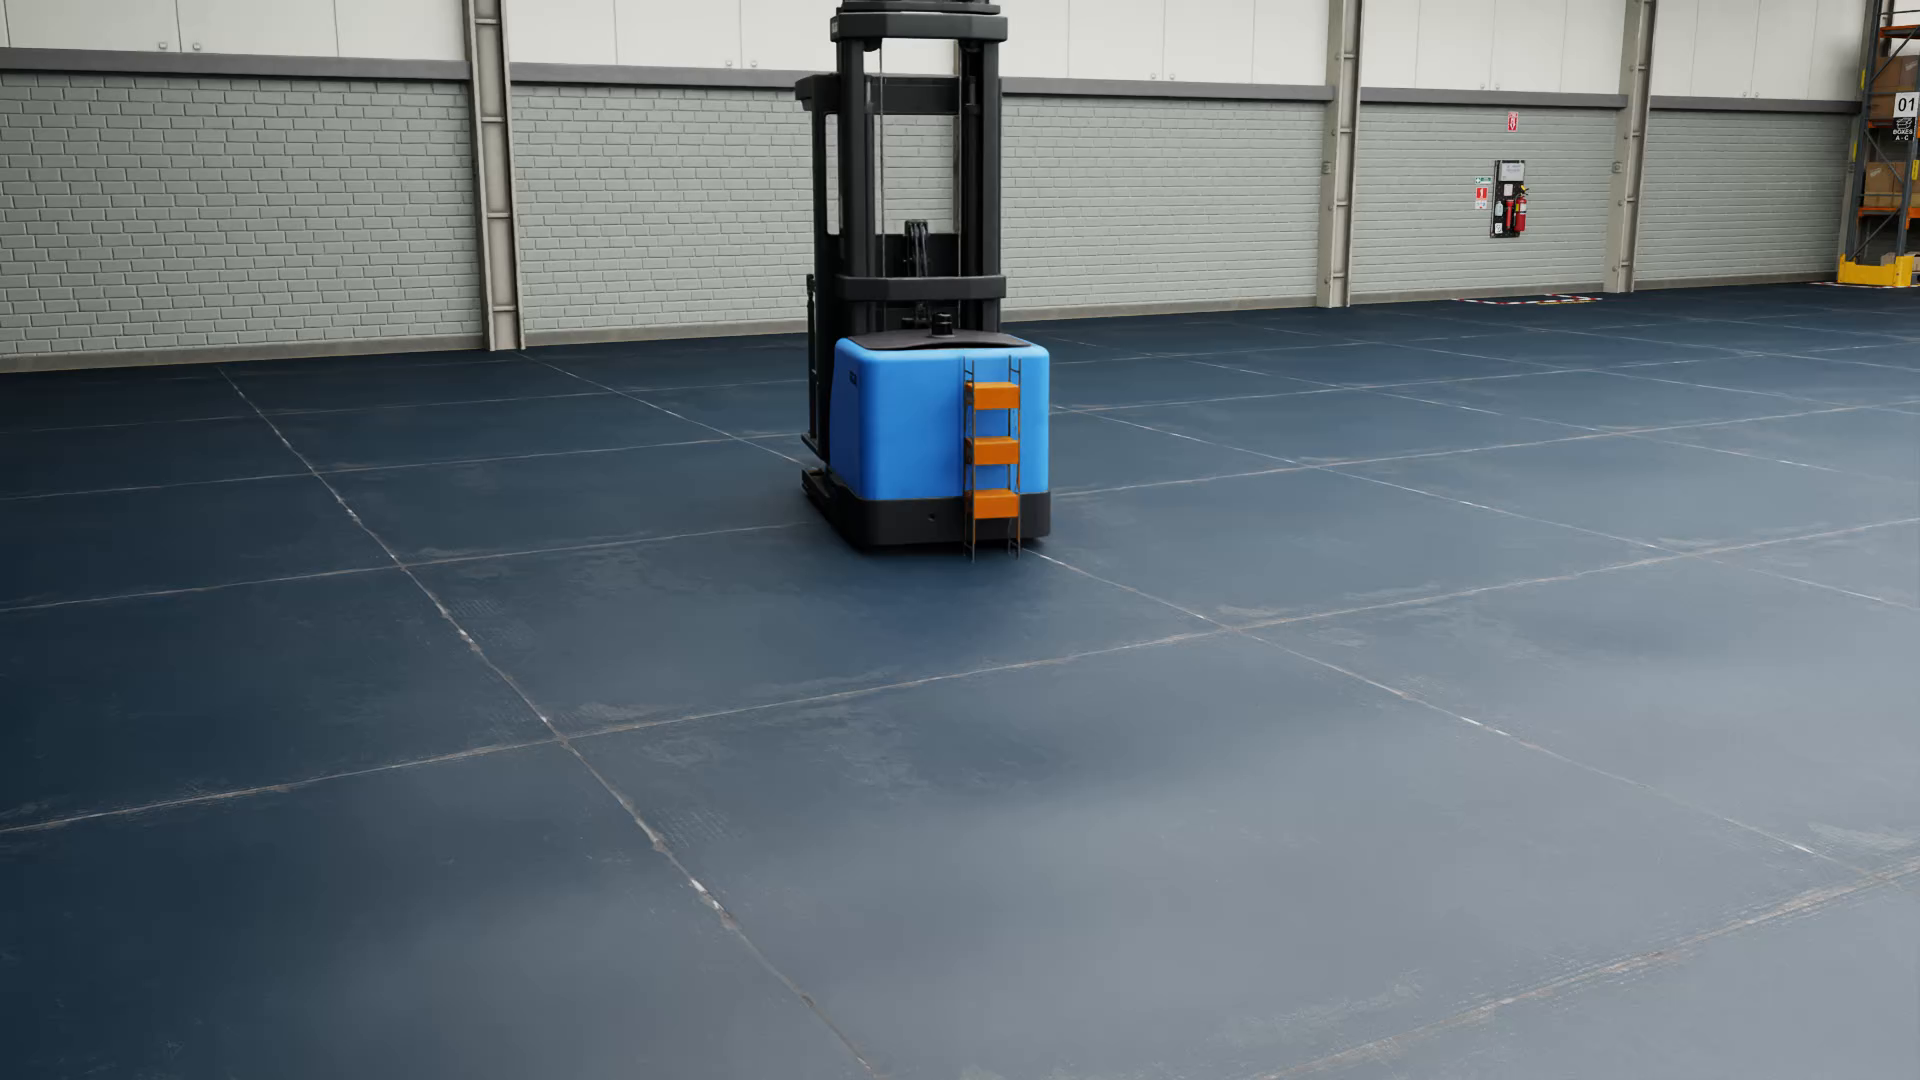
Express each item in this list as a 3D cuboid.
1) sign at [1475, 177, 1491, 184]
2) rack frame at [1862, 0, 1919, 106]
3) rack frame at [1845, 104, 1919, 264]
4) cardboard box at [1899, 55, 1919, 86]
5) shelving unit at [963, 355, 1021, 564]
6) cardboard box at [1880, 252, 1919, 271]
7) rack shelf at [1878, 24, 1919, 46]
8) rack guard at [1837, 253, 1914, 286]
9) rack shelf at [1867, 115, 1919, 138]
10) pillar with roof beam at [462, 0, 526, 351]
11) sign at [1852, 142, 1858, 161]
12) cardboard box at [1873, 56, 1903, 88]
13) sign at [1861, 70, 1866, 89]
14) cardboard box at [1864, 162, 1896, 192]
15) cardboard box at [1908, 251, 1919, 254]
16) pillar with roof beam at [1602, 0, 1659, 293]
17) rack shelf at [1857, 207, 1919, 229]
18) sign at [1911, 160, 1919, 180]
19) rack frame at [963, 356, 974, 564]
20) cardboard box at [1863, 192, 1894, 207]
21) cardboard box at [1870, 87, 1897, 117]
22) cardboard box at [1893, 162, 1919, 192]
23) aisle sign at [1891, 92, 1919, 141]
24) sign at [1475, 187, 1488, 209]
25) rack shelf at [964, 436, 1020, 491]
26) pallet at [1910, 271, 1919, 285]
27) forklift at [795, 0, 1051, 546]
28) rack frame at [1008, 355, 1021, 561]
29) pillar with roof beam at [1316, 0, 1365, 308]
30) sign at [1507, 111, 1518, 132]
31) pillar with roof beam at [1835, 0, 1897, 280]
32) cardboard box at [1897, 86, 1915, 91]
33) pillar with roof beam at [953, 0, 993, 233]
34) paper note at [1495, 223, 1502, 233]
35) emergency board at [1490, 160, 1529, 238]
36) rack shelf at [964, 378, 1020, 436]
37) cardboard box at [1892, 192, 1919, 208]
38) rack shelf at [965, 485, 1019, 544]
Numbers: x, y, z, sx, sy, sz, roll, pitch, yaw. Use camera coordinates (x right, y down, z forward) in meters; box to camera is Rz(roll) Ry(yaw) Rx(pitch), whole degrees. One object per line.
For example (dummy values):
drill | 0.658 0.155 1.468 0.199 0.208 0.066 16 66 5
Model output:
sign | 7.982 -5.485 25.362 0.331 0.109 0.001 -7 14 -28
rack frame | 15.762 -8.819 27.800 0.127 3.000 1.000 -7 14 -28
rack frame | 15.762 -5.892 28.459 0.127 3.000 1.000 -7 14 -28
cardboard box | 16.216 -7.896 27.979 0.500 0.500 0.500 -8 15 -32
shelving unit | 0.162 -0.416 8.566 0.252 1.050 0.215 -3 13 -14
cardboard box | 16.412 -4.850 28.952 0.500 0.311 0.500 -9 15 -34
rack shelf | 17.517 -8.677 28.814 4.000 0.370 1.077 -7 14 -28
rack guard | 15.829 -4.681 28.769 0.348 0.500 1.175 -7 14 -28
rack shelf | 17.517 -7.215 29.143 4.000 0.370 1.077 -7 14 -28
pillar with roof beam | -3.041 -5.705 13.963 0.400 9.000 9.100 -7 14 -28
sign | 15.514 -6.720 28.782 0.005 0.325 0.100 -7 14 -28
cardboard box | 16.015 -7.998 28.432 0.500 0.500 0.500 -6 14 -25
sign | 15.514 -7.897 28.517 0.005 0.325 0.100 -7 14 -28
cardboard box | 16.074 -6.285 28.793 0.500 0.500 0.500 -7 14 -28
cardboard box | 16.913 -4.910 29.218 0.500 0.311 0.500 -6 14 -23
pillar with roof beam | 12.758 -7.598 22.377 0.400 9.000 9.100 -7 14 -28
rack shelf | 17.517 -5.752 29.473 4.000 0.370 1.077 -7 14 -28
sign | 16.022 -6.210 27.899 0.005 0.325 0.100 -7 14 -28
rack frame | 0.044 -0.409 8.537 0.008 1.050 0.200 -3 13 -14
cardboard box | 16.079 -5.915 28.857 0.500 0.250 0.500 -7 14 -27
cardboard box | 16.007 -7.507 28.528 0.500 0.500 0.500 -6 14 -24
cardboard box | 16.325 -6.187 28.356 0.500 0.500 0.500 -7 14 -28
aisle sign | 15.843 -7.095 27.883 0.004 0.787 0.394 -7 14 -28
sign | 7.973 -5.228 25.425 0.234 0.329 0.001 -7 14 -28
rack shelf | 0.162 -0.406 8.569 0.240 0.259 0.215 -3 13 -14
pallet | 16.559 -4.618 29.150 1.213 0.211 1.003 -7 14 -28
forklift | -0.359 -1.675 9.878 1.130 2.935 3.031 -3 13 -13
rack frame | 0.280 -0.423 8.596 0.008 1.050 0.200 -3 13 -14
pillar with roof beam | 7.492 -6.967 19.572 0.400 9.000 9.100 -7 14 -28
sign | 8.453 -6.398 25.426 0.199 0.298 0.001 -7 14 -28
pillar with roof beam | 18.025 -8.230 25.182 0.400 9.000 9.100 -7 14 -28
cardboard box | 16.175 -7.401 28.058 0.500 0.500 0.500 -6 14 -26
pillar with roof beam | 2.225 -6.336 16.767 0.400 9.000 9.100 -7 14 -28
paper note | 8.320 -4.814 25.672 0.142 0.148 0.016 -7 14 -28
emergency board | 8.508 -5.249 25.599 0.643 1.169 0.194 -7 14 -28
rack shelf | 0.162 -0.682 8.506 0.240 0.259 0.215 -3 13 -14
cardboard box | 16.342 -5.819 28.429 0.500 0.250 0.500 -7 15 -29
rack shelf | 0.162 -0.135 8.630 0.240 0.259 0.215 -3 13 -14
